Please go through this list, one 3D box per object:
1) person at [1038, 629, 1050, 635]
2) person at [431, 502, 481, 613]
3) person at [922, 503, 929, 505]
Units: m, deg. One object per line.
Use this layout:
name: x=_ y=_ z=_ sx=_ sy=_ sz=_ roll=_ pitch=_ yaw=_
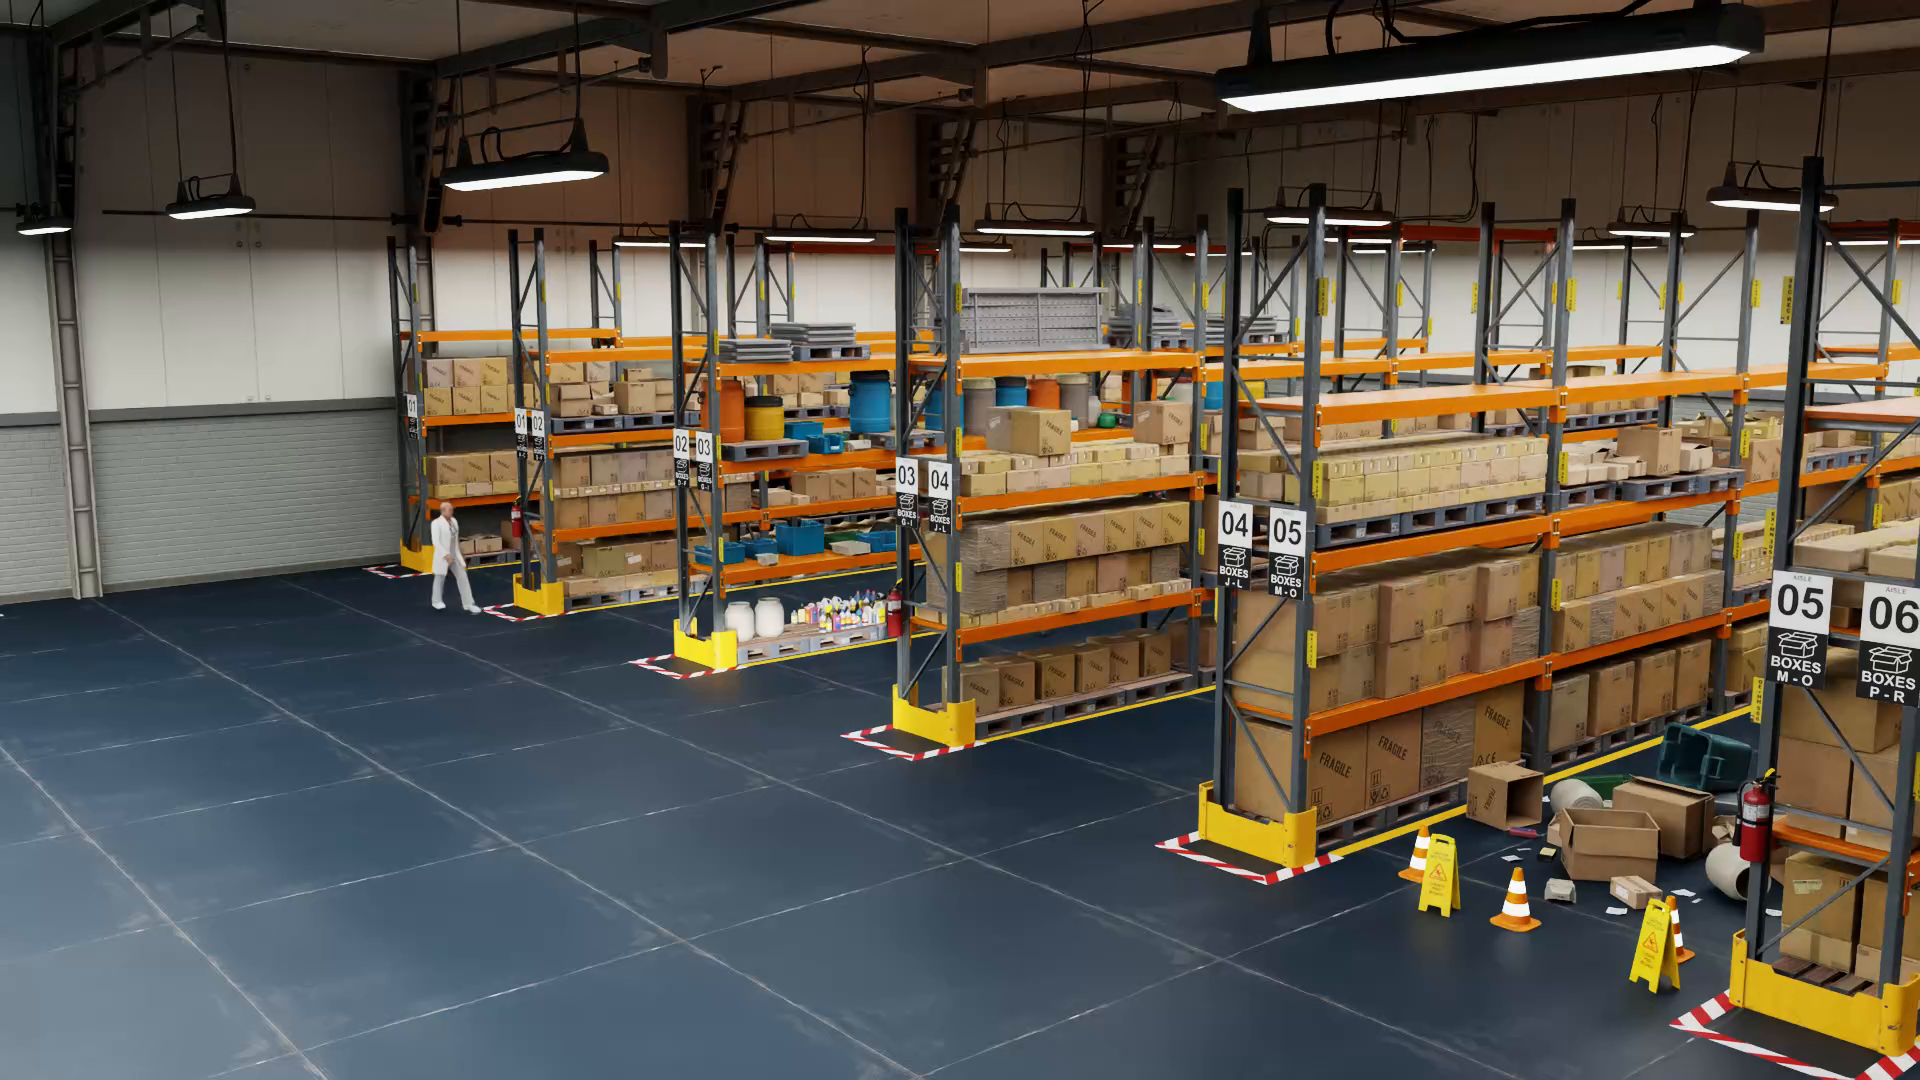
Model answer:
person: x=1.405 y=0.560 z=24.693 sx=0.569 sy=1.605 sz=0.898 roll=6 pitch=11 yaw=35
person: x=-8.025 y=0.266 z=26.115 sx=1.064 sy=1.733 sz=0.565 roll=8 pitch=12 yaw=41
person: x=-0.533 y=-0.930 z=34.419 sx=0.987 sy=1.627 sz=0.565 roll=-8 pitch=12 yaw=-41
